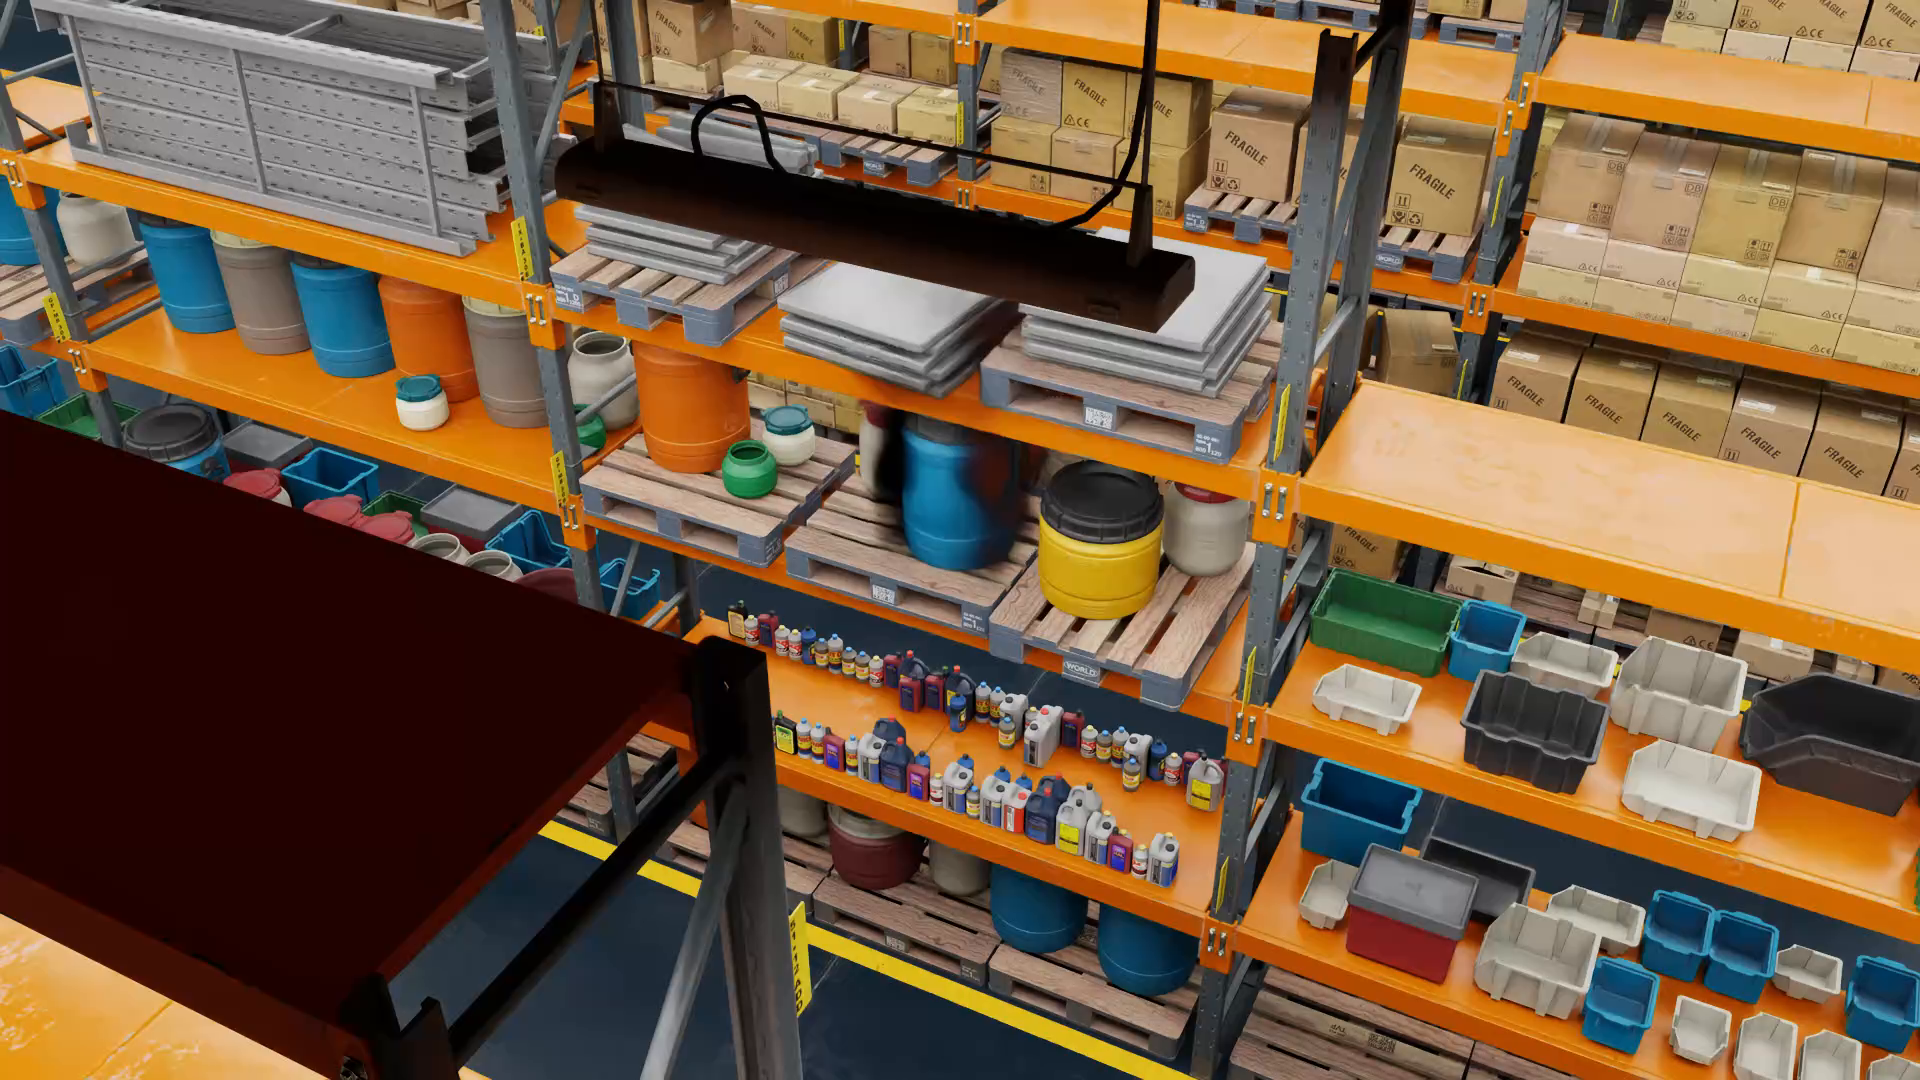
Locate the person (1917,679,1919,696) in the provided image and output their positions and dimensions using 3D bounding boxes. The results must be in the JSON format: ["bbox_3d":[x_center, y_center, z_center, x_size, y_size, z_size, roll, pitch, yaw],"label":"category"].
[{"bbox_3d":[5.891,1.451,10.379,0.555,1.688,0.371,-2,35,-3],"label":"person"}]
